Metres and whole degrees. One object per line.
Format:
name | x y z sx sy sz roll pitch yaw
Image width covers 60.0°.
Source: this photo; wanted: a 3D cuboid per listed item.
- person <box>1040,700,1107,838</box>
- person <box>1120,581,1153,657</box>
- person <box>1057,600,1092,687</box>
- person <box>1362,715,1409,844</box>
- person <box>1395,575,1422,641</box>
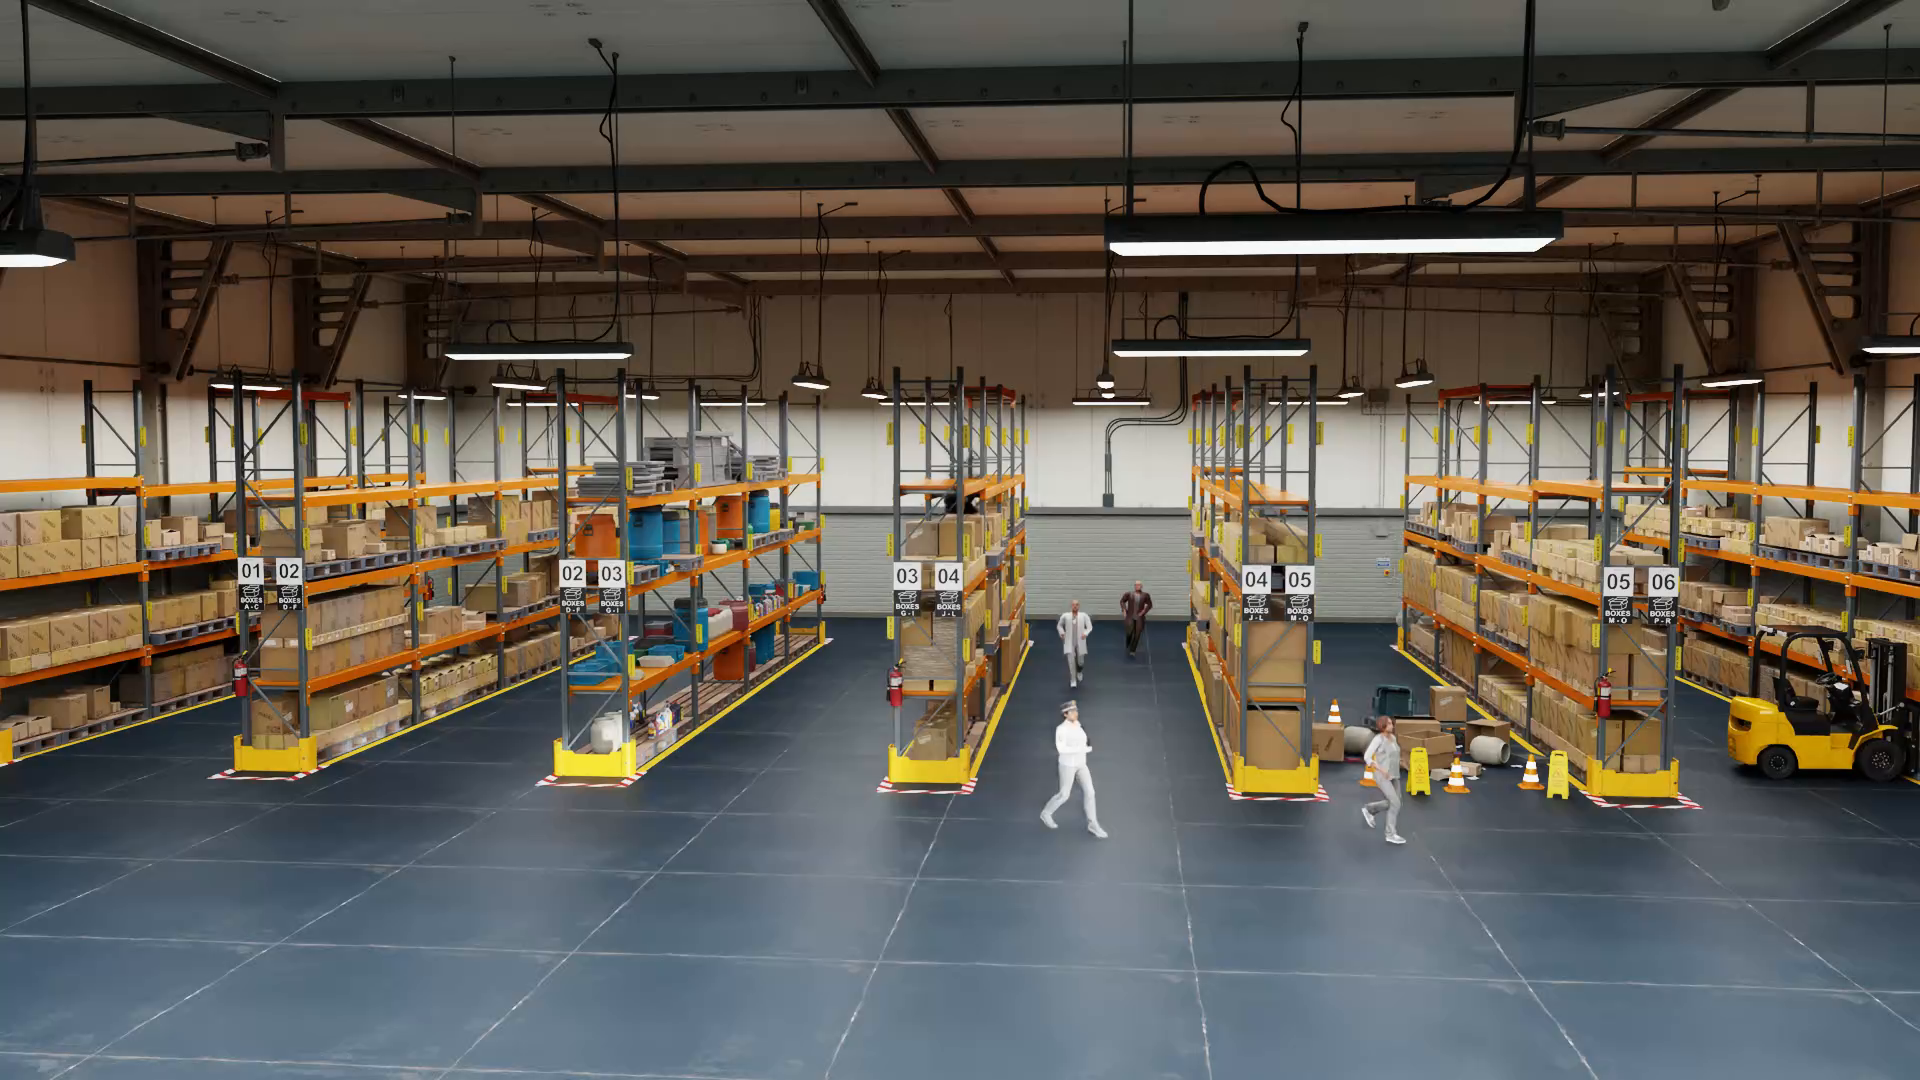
person | 1.436 2.851 20.922 0.938 1.692 0.621 3 5 43
person | 4.008 1.788 37.828 0.741 1.732 0.571 0 4 6
person | 2.291 2.104 33.356 0.713 1.647 0.753 0 4 4
person | 5.237 2.943 20.599 0.542 1.553 0.680 -3 5 -41
person | 10.969 1.642 40.392 0.797 1.765 0.779 2 4 24
